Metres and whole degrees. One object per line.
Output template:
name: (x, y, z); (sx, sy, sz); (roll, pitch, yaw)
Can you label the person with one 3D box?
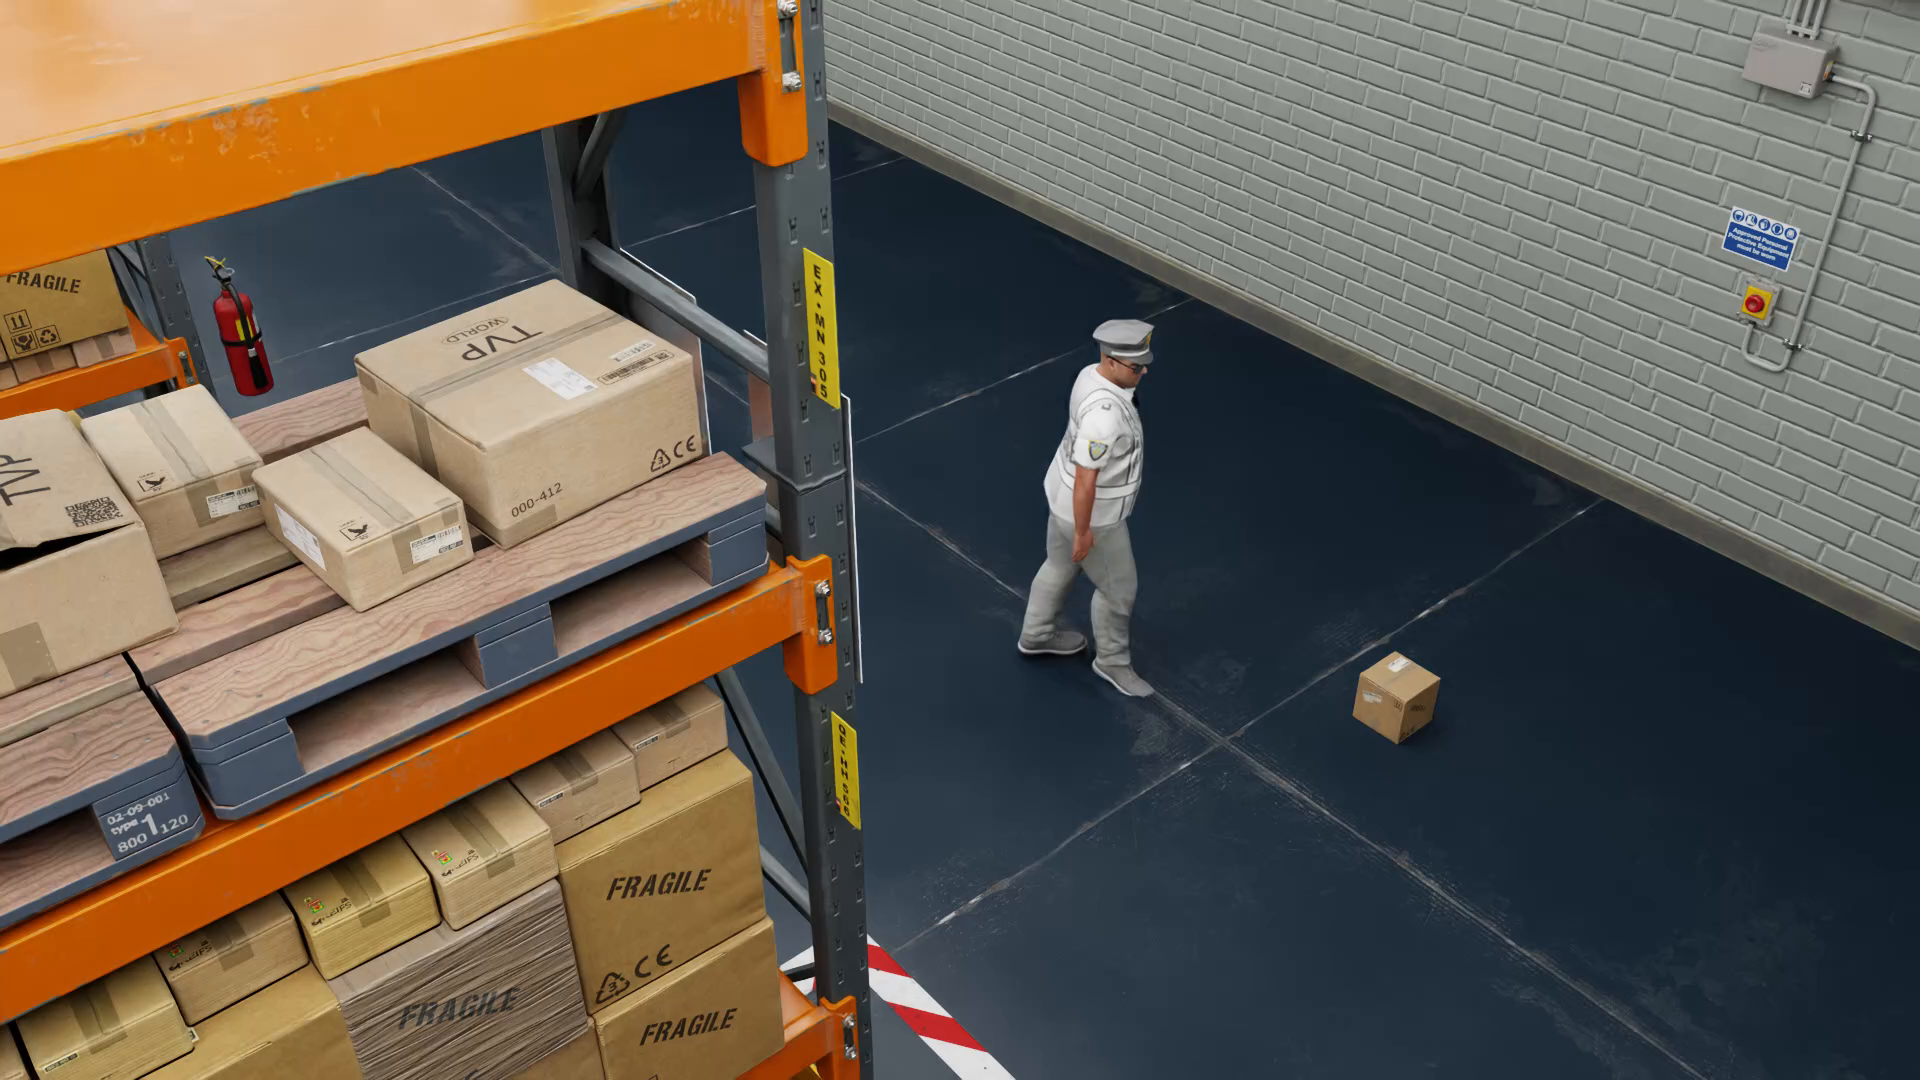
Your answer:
person: (0.575, -0.128, 7.287); (0.597, 1.798, 0.574); (-4, 36, -5)
